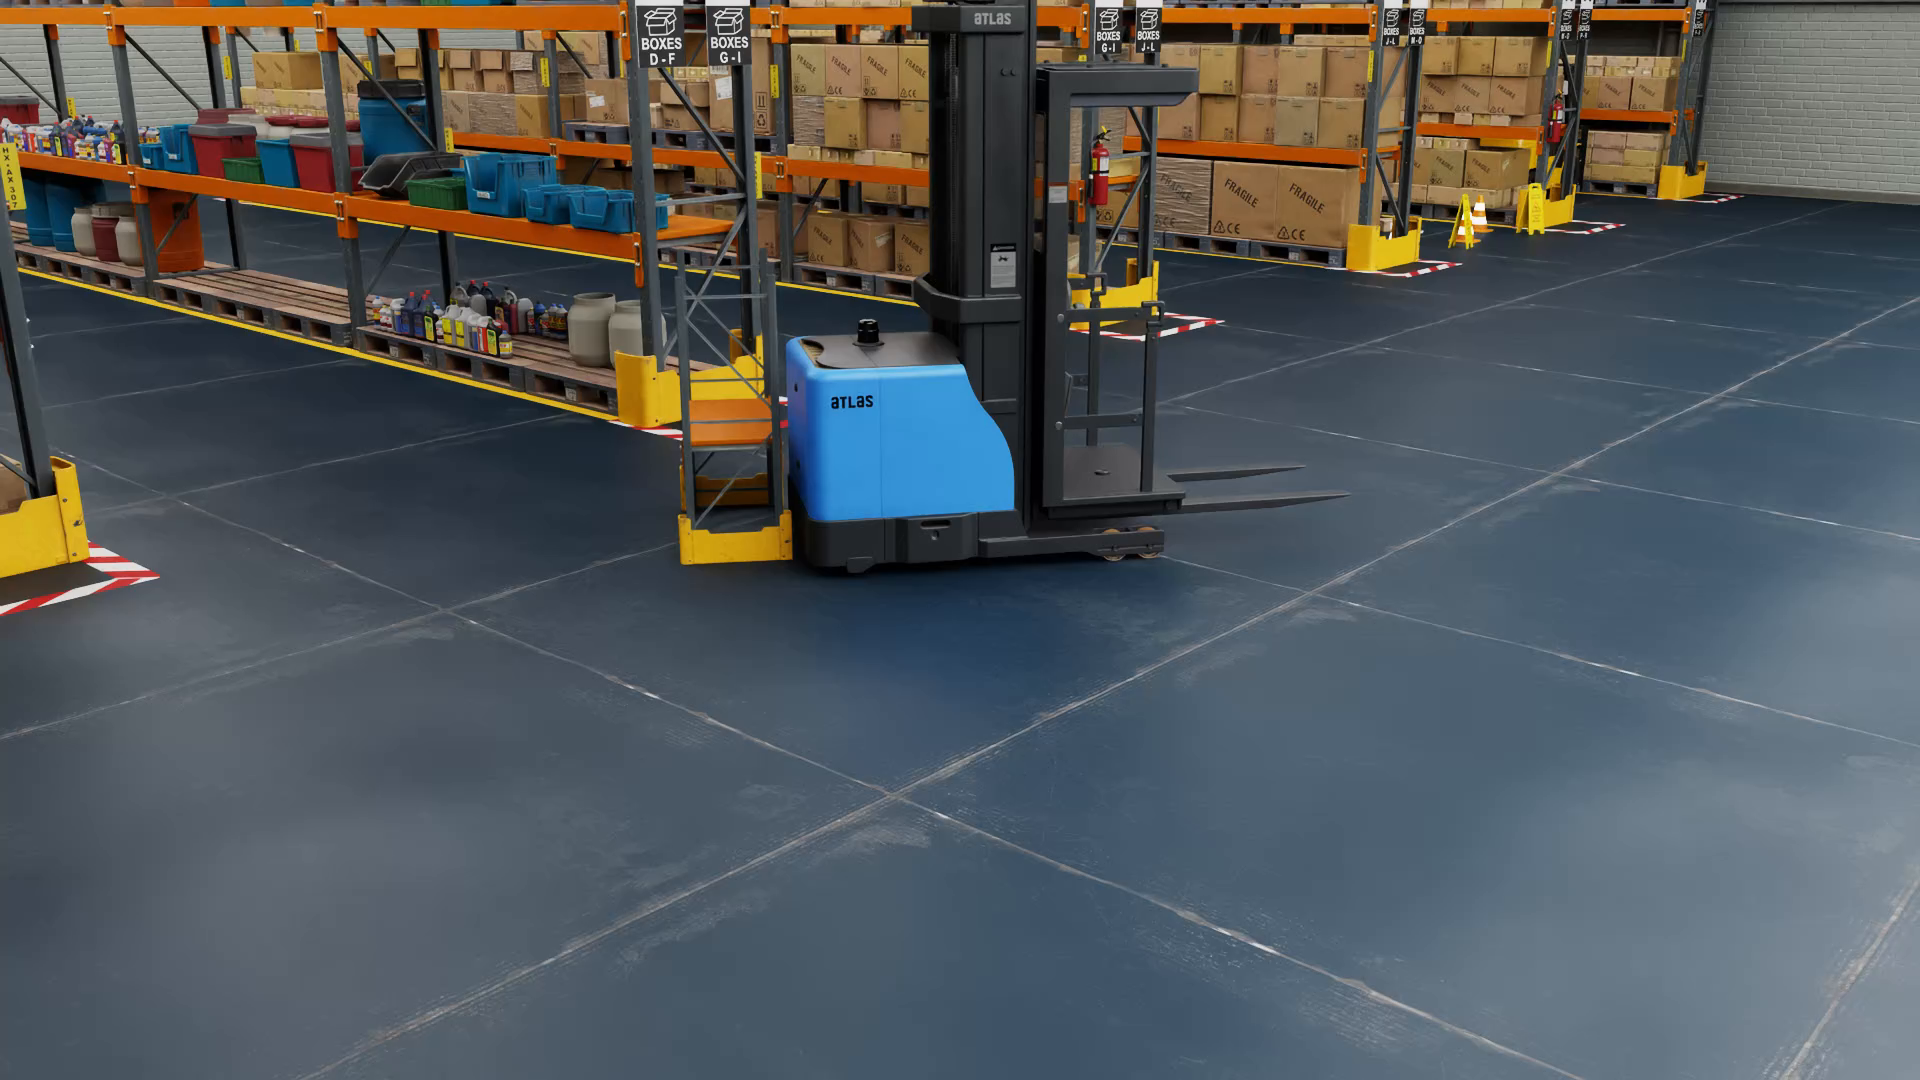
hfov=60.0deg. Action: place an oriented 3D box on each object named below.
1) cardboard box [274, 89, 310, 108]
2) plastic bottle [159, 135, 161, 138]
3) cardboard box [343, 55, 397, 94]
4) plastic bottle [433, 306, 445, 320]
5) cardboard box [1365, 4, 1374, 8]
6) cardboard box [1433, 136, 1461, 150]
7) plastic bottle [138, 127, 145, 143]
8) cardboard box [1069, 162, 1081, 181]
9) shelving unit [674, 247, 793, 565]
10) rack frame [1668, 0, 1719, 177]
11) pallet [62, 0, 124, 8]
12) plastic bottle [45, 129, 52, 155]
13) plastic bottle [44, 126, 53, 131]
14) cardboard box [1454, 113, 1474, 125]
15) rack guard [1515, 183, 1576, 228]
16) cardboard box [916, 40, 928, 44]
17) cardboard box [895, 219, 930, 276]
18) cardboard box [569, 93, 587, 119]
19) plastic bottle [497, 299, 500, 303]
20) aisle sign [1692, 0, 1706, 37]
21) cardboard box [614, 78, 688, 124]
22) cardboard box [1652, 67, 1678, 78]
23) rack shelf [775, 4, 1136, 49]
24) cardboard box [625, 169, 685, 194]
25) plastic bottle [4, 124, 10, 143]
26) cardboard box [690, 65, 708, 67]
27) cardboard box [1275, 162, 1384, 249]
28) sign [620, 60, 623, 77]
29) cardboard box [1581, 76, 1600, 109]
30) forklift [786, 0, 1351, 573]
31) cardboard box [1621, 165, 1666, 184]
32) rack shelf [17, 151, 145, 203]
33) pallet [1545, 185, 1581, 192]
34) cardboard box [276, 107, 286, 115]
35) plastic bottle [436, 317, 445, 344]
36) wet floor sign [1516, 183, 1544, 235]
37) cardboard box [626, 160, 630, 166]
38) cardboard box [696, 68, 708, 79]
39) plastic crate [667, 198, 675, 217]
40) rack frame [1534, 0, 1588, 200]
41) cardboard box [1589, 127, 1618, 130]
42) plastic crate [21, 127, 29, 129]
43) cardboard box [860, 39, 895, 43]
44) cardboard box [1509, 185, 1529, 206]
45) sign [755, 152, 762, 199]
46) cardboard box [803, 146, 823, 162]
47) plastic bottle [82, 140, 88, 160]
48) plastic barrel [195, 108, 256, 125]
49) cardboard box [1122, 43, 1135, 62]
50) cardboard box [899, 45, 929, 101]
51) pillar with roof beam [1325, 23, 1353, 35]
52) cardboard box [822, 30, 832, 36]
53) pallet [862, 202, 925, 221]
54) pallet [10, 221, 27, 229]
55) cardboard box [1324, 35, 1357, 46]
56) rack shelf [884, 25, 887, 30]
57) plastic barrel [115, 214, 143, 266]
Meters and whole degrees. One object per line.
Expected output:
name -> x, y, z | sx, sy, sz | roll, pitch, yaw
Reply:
cardboard box -> -9.568, -6.405, 24.092 | 0.500, 0.250, 0.500 | 14, 22, 37
plastic bottle -> -8.382, -4.177, 17.528 | 0.097, 0.271, 0.097 | 0, 18, 0
cardboard box -> -8.044, -6.353, 22.688 | 0.500, 0.500, 0.500 | 16, 24, 41
plastic bottle -> -4.222, -1.761, 13.485 | 0.097, 0.271, 0.097 | 0, 18, 0
cardboard box -> 5.880, -7.516, 23.292 | 0.250, 0.149, 0.380 | 14, 22, 38
cardboard box -> 6.754, -5.494, 23.004 | 0.250, 0.149, 0.380 | 16, 23, 40
plastic bottle -> -8.860, -4.330, 18.010 | 0.097, 0.271, 0.097 | 0, 18, 0
cardboard box -> 1.103, -3.375, 15.203 | 0.250, 0.149, 0.380 | 15, 23, 39
shelving unit -> -1.253, -0.760, 9.027 | 0.587, 1.500, 1.083 | -3, 18, -8
rack frame -> 11.323, -6.850, 25.738 | 0.127, 3.000, 1.000 | 15, 23, 39
pallet -> -8.325, -5.485, 16.791 | 1.213, 0.211, 1.003 | 15, 23, 39
plastic bottle -> -9.709, -4.251, 17.761 | 0.097, 0.271, 0.097 | 0, 18, 0
plastic bottle -> -9.923, -4.383, 18.170 | 0.135, 0.276, 0.152 | 15, 23, 39
cardboard box -> 6.956, -5.760, 22.719 | 0.250, 0.149, 0.380 | 16, 23, 40
rack guard -> 7.974, -4.550, 22.623 | 0.348, 0.500, 1.175 | 15, 23, 39
cardboard box -> -0.407, -8.411, 28.837 | 0.500, 0.500, 0.500 | 15, 23, 39
cardboard box -> -0.316, -2.987, 17.002 | 0.500, 0.500, 0.500 | 13, 22, 34
cardboard box -> -4.714, -5.297, 20.680 | 0.500, 0.500, 0.500 | 16, 24, 41
plastic bottle -> -3.860, -1.956, 14.079 | 0.061, 0.283, 0.133 | -17, 24, -42
aisle sign -> 11.177, -8.010, 25.094 | 0.004, 0.787, 0.394 | 15, 23, 39
cardboard box -> -3.616, -5.150, 19.520 | 0.700, 0.500, 0.500 | -14, 22, -38
cardboard box -> 10.878, -7.213, 25.644 | 0.250, 0.149, 0.380 | 15, 23, 40
rack shelf -> -0.043, -4.973, 16.052 | 4.000, 0.370, 1.077 | 15, 23, 39
cardboard box -> -3.606, -4.234, 19.661 | 0.500, 0.250, 0.500 | -15, 23, -40
plastic bottle -> -10.548, -4.476, 18.470 | 0.097, 0.271, 0.097 | 0, 18, 0
cardboard box -> -4.358, -7.342, 26.629 | 0.500, 0.500, 0.500 | 15, 23, 38
cardboard box -> 4.270, -3.895, 19.244 | 0.875, 0.875, 0.875 | 15, 23, 40
sign -> -4.177, -5.729, 20.423 | 0.005, 0.325, 0.100 | 15, 23, 39
cardboard box -> 10.015, -7.146, 26.506 | 0.500, 0.500, 0.500 | 14, 23, 38
forklift -> 0.612, -1.438, 8.797 | 3.031, 2.935, 1.130 | -4, 18, -12
cardboard box -> 10.762, -5.763, 26.162 | 0.500, 0.250, 0.500 | 15, 23, 40
rack shelf -> -9.314, -4.029, 18.036 | 4.000, 0.370, 1.077 | 15, 23, 39
pallet -> 9.815, -5.910, 27.385 | 1.213, 0.211, 1.003 | 15, 23, 39
cardboard box -> -9.698, -6.225, 24.184 | 0.250, 0.149, 0.380 | 14, 23, 38
plastic bottle -> -4.161, -1.687, 13.367 | 0.097, 0.201, 0.097 | 0, 18, 0
wet floor sign -> 7.463, -4.324, 21.670 | 0.267, 0.644, 0.232 | -9, 20, -27
cardboard box -> -5.350, -6.191, 27.187 | 0.250, 0.149, 0.380 | 16, 23, 41
cardboard box -> -3.763, -7.070, 25.167 | 0.250, 0.149, 0.380 | 15, 23, 40
plastic crate -> -2.290, -2.491, 12.436 | 0.250, 0.136, 0.298 | 15, 23, 39
rack frame -> 8.031, -5.726, 22.197 | 0.127, 3.000, 1.000 | 15, 23, 39
cardboard box -> 10.346, -6.558, 27.015 | 0.500, 0.250, 0.500 | 15, 23, 39
plastic crate -> -11.063, -4.802, 19.620 | 0.243, 0.136, 0.396 | 15, 23, 39
cardboard box -> -1.481, -8.692, 29.724 | 0.500, 0.500, 0.500 | 15, 23, 39
cardboard box -> 7.611, -4.841, 23.257 | 0.500, 0.250, 0.500 | 15, 23, 39
sign -> -1.466, -2.619, 11.949 | 0.005, 0.325, 0.100 | 15, 23, 39
cardboard box -> -1.399, -4.003, 17.183 | 0.250, 0.149, 0.380 | 15, 23, 39
plastic bottle -> -9.015, -4.031, 17.184 | 0.097, 0.201, 0.097 | 0, 18, 0
plastic barrel -> -7.270, -4.010, 16.564 | 0.708, 0.536, 0.600 | 15, 23, 39
cardboard box -> 2.082, -5.894, 20.691 | 0.550, 0.550, 0.875 | 15, 23, 39
cardboard box -> -0.241, -4.507, 16.045 | 0.500, 0.500, 0.500 | 15, 23, 39
pillar with roof beam -> 4.055, -10.284, 26.640 | 0.400, 9.000, 9.100 | 15, 23, 39
cardboard box -> -2.300, -9.230, 30.346 | 0.250, 0.149, 0.380 | 14, 23, 38
pallet -> -0.623, -4.688, 23.535 | 1.213, 0.211, 1.003 | 15, 23, 39
pallet -> -12.302, -3.828, 20.824 | 1.213, 0.211, 1.003 | 15, 23, 39
cardboard box -> 5.592, -6.951, 23.744 | 0.500, 0.500, 0.700 | 15, 23, 40
rack shelf -> -2.440, -9.624, 30.709 | 4.000, 0.370, 1.077 | 15, 23, 39
plastic barrel -> -8.677, -3.172, 17.566 | 0.421, 0.512, 0.421 | 0, 18, 0
